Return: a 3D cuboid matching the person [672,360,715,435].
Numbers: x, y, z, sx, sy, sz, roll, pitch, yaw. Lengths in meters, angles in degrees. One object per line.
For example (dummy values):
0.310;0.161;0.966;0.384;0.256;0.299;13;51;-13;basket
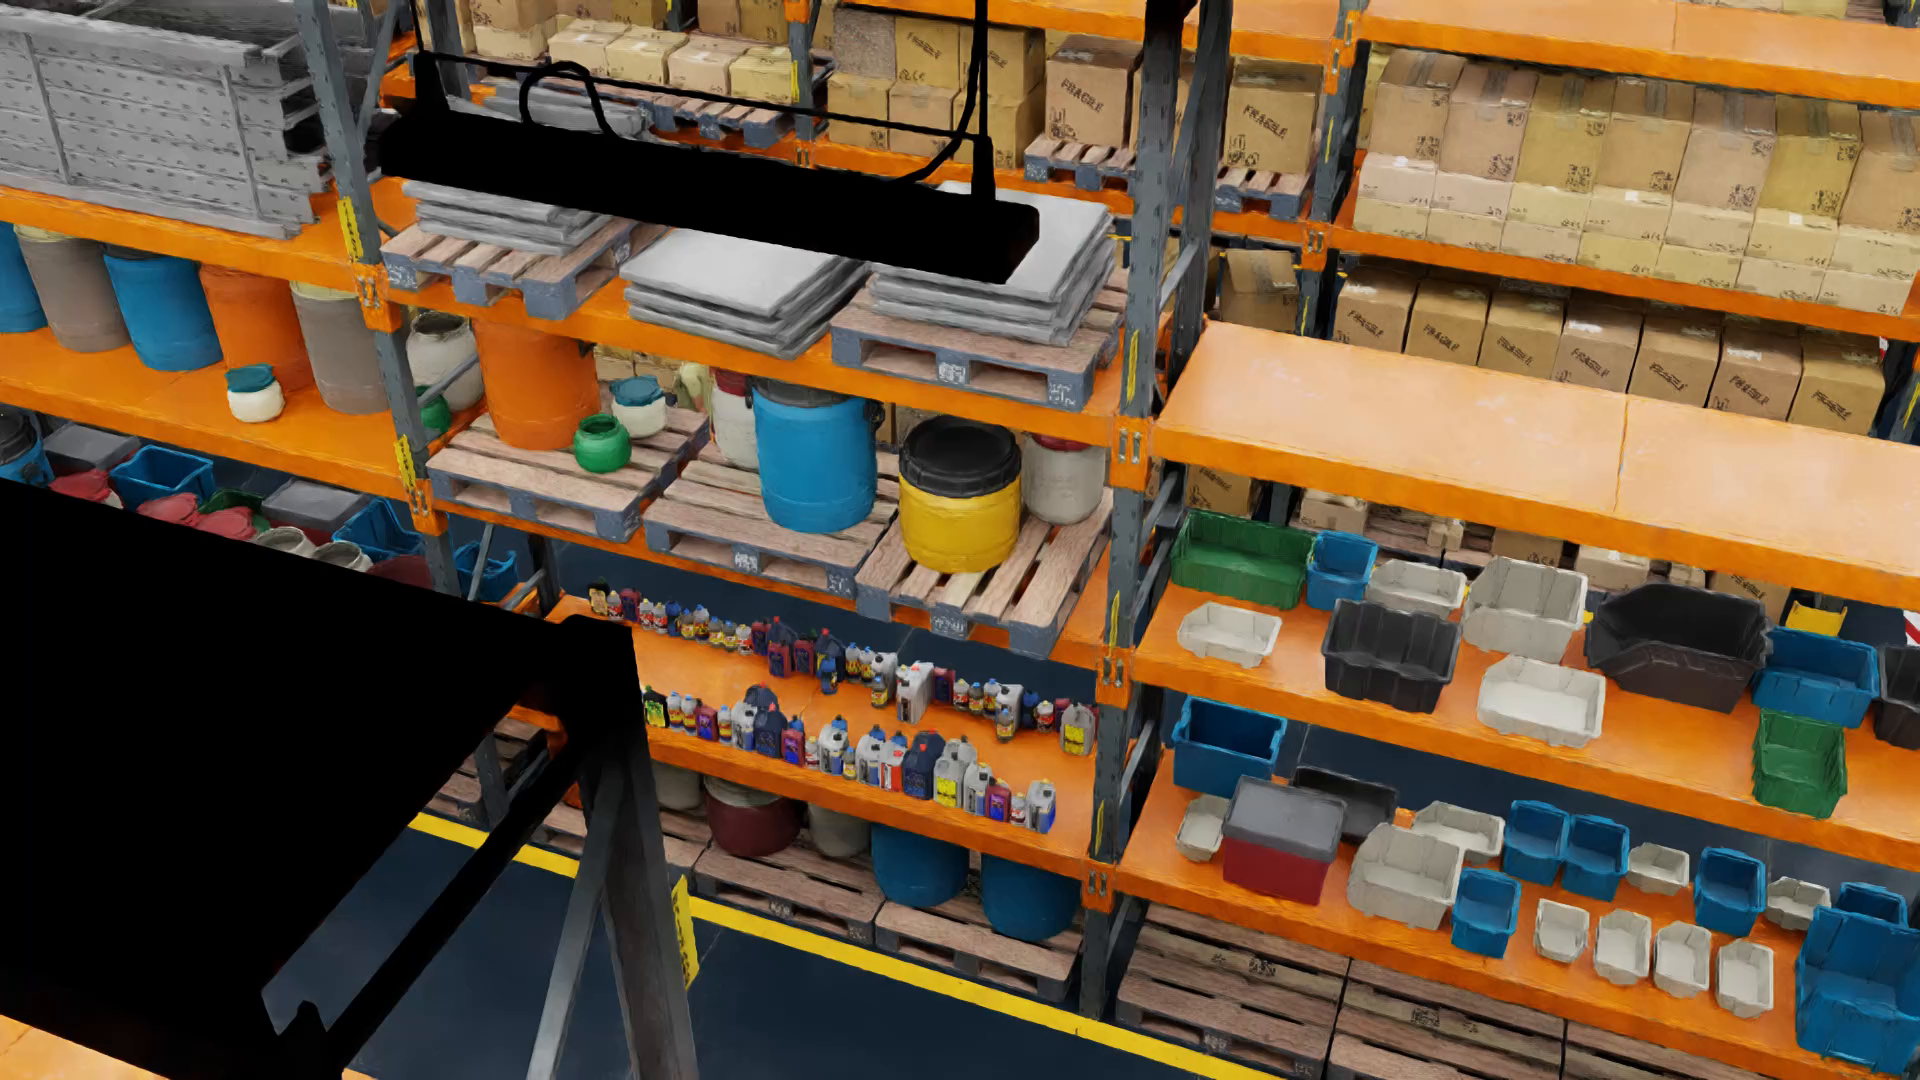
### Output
-2.124;-0.997;13.369;1.018;1.604;0.446;7;37;10;person
